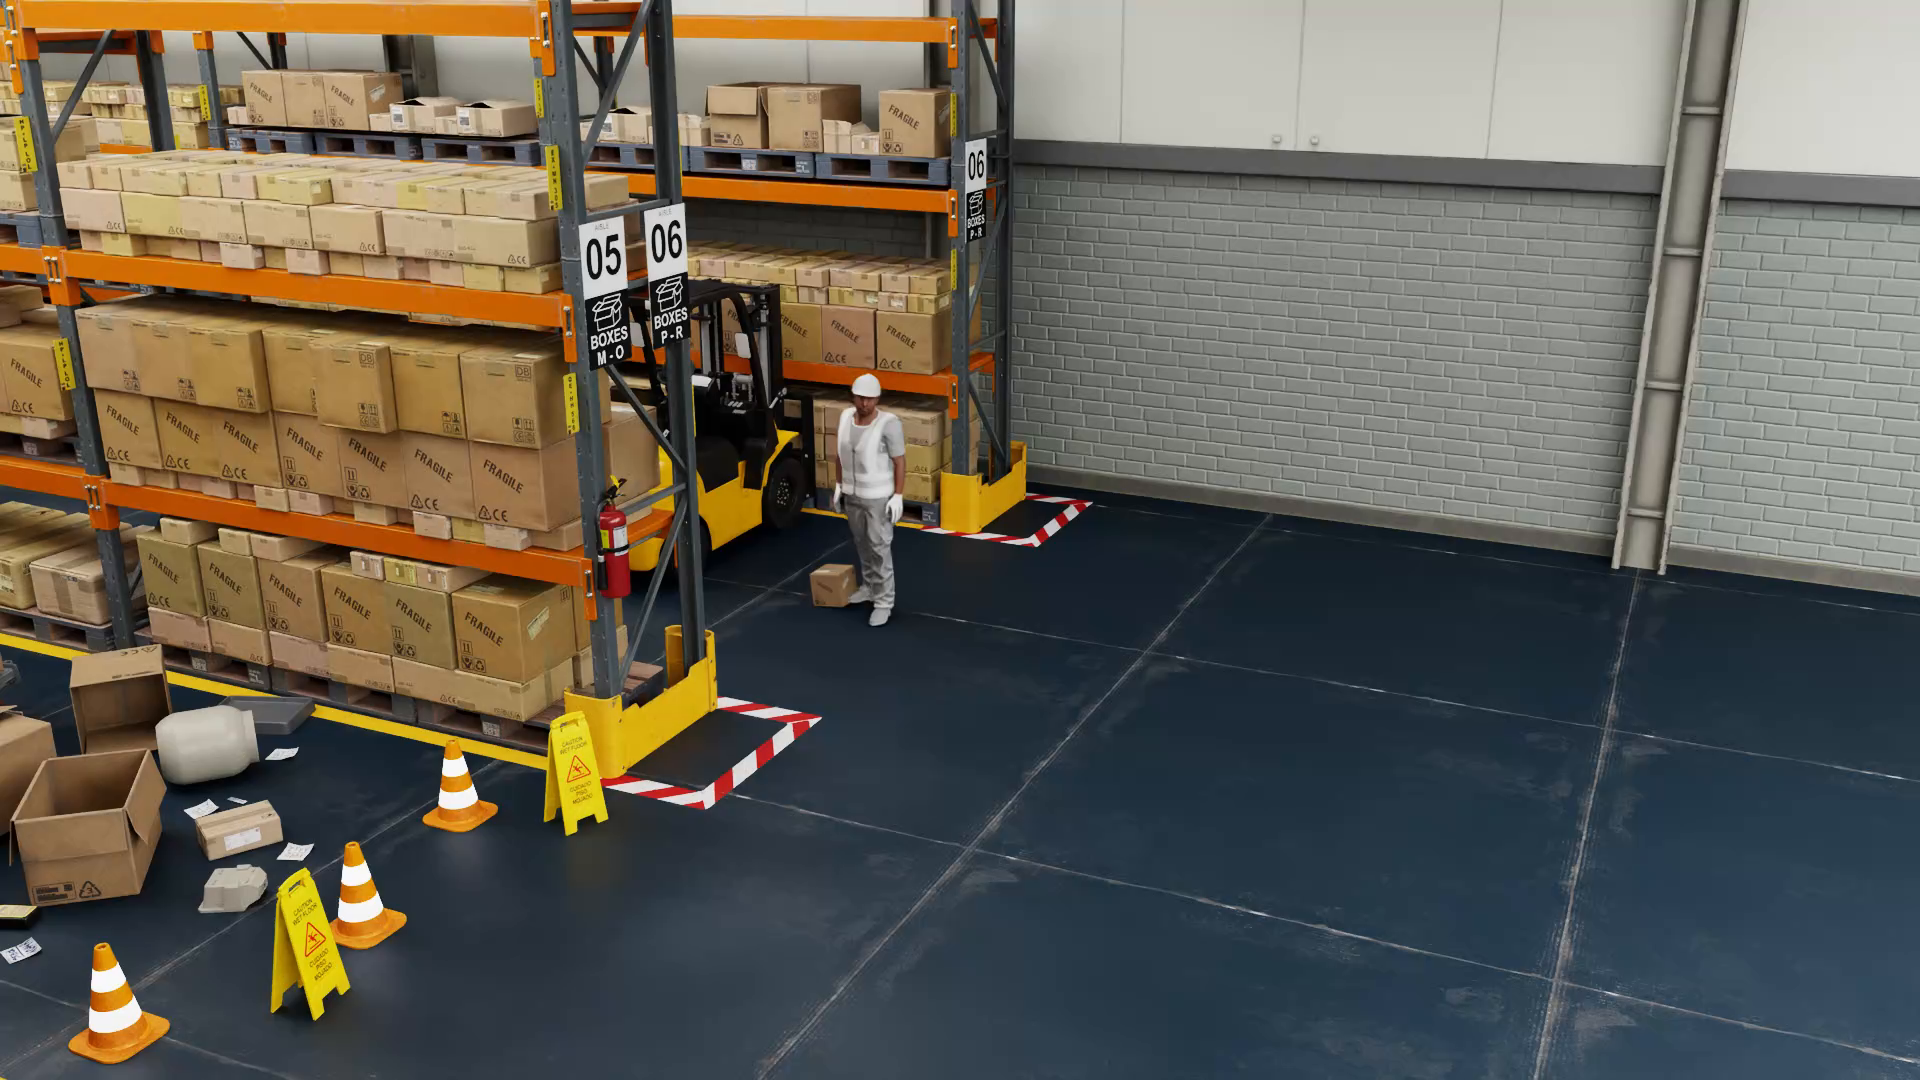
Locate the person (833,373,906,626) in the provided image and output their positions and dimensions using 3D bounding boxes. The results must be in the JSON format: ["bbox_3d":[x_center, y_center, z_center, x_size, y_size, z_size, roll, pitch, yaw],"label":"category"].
[{"bbox_3d":[-0.658,-0.320,11.923,0.581,1.791,0.483,14,23,36],"label":"person"}]
